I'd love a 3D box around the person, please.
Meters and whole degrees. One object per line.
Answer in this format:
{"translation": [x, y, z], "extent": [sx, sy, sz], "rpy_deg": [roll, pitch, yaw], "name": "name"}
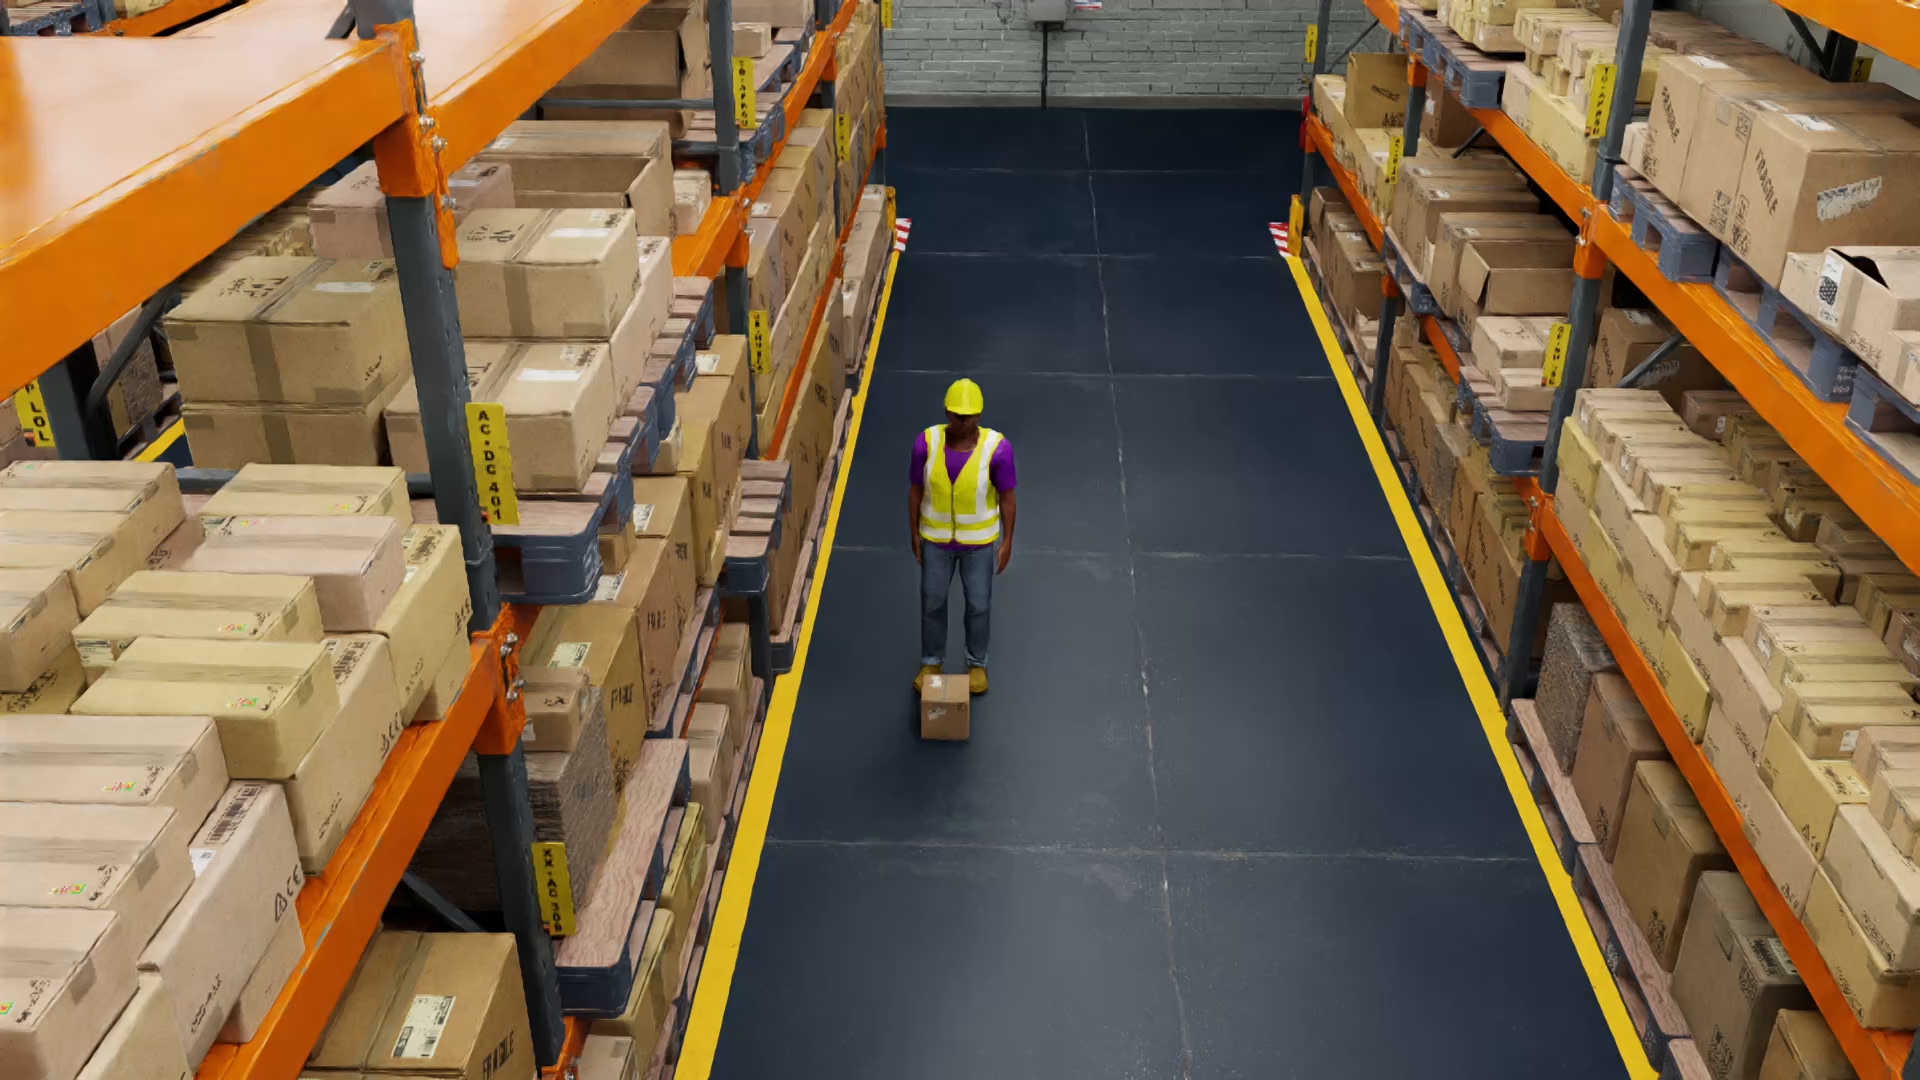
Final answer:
{"translation": [0.004, -0.008, 8.847], "extent": [0.577, 1.764, 0.405], "rpy_deg": [4, 28, 8], "name": "person"}
